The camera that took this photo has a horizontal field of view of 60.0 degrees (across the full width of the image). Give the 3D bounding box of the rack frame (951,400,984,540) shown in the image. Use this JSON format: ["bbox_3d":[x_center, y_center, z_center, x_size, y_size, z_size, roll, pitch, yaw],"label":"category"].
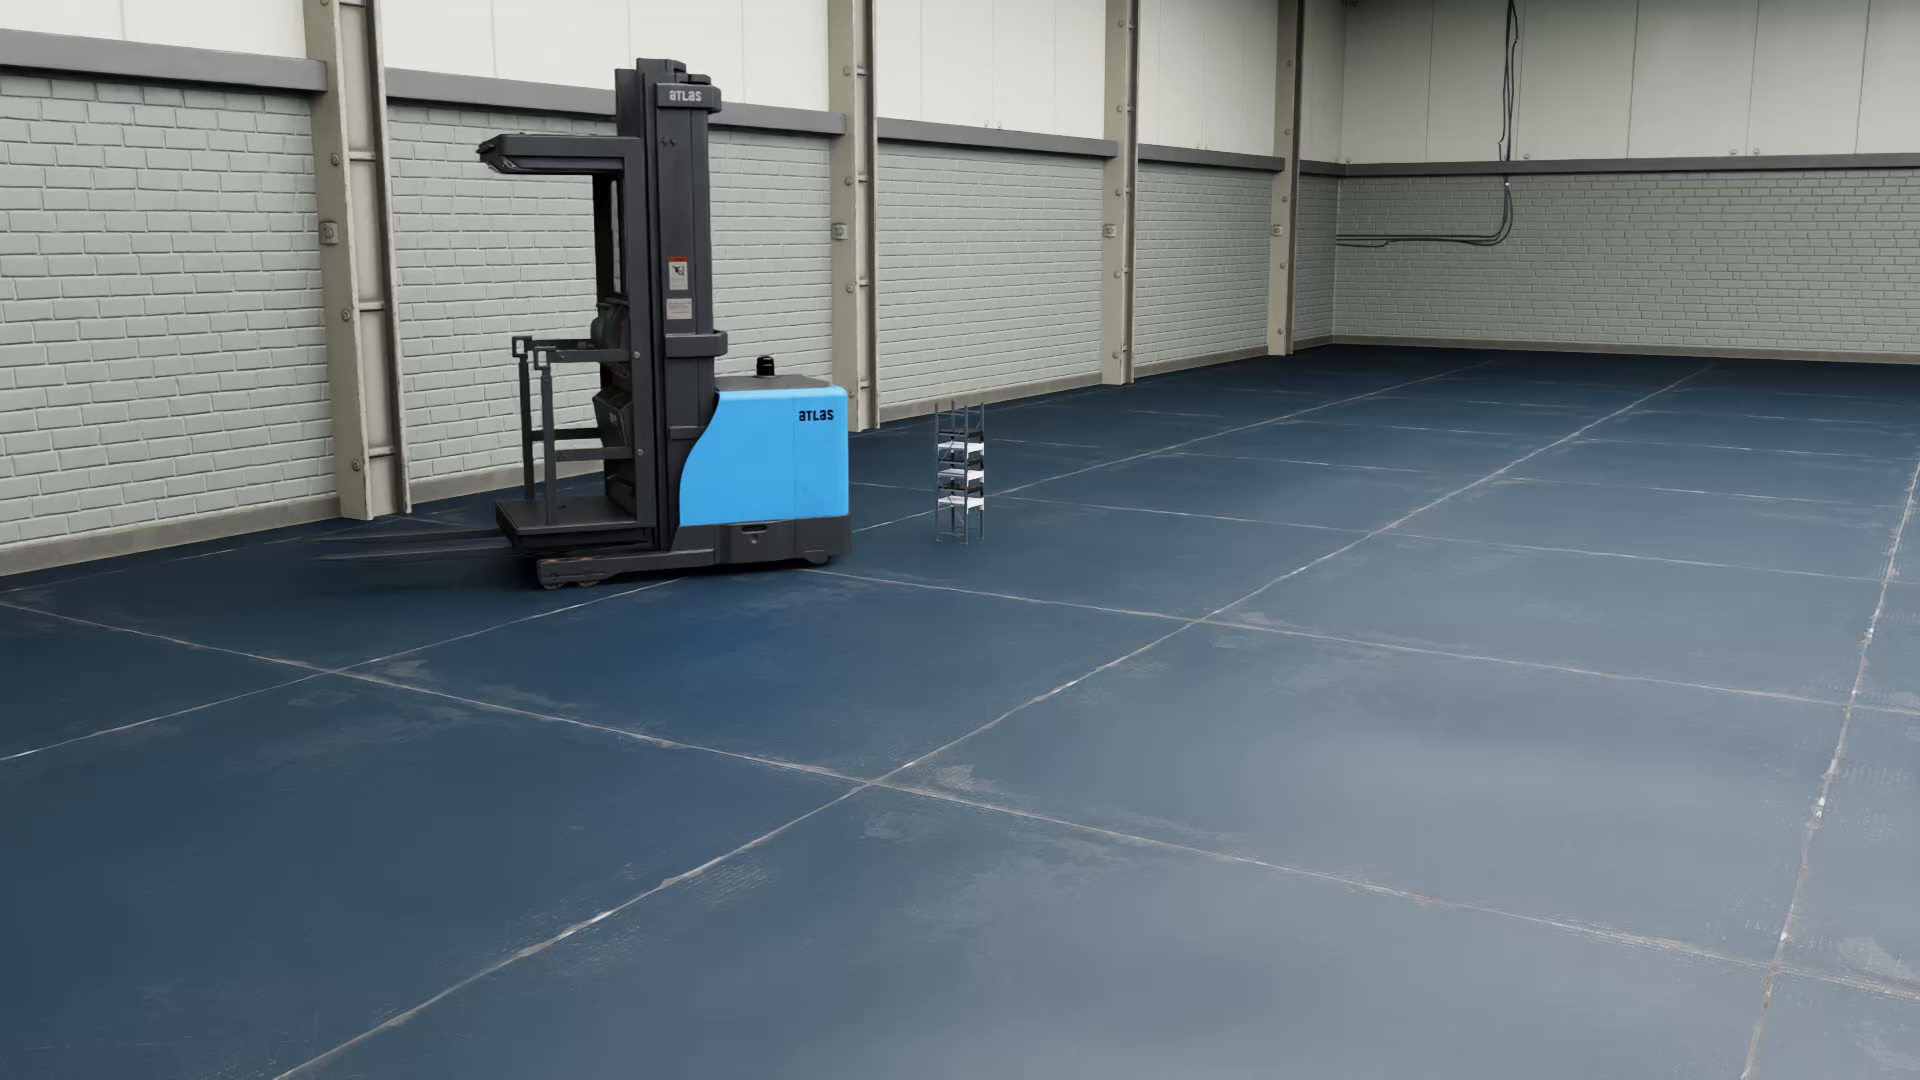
[{"bbox_3d":[0.049,-0.457,10.864,0.240,0.900,0.006,6,12,31],"label":"rack frame"}]

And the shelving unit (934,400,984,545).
[{"bbox_3d":[-0.004,-0.441,10.779,0.258,0.900,0.210,6,12,31],"label":"shelving unit"}]

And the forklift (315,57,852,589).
[{"bbox_3d":[-2.227,-1.273,9.706,3.031,2.935,1.130,-4,11,-21],"label":"forklift"}]

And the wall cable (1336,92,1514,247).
[{"bbox_3d":[7.840,-6.247,28.224,3.097,2.526,0.112,6,12,31],"label":"wall cable"}]

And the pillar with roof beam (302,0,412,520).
[{"bbox_3d":[-0.486,-4.195,8.820,9.100,9.000,0.400,6,12,31],"label":"pillar with roof beam"}]

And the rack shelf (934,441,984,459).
[{"bbox_3d":[-0.004,-0.585,10.752,0.258,0.077,0.200,6,12,31],"label":"rack shelf"}]

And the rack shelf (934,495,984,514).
[{"bbox_3d":[-0.004,-0.231,10.818,0.258,0.077,0.200,6,12,31],"label":"rack shelf"}]

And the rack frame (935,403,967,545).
[{"bbox_3d":[-0.057,-0.425,10.694,0.240,0.900,0.006,6,12,31],"label":"rack frame"}]

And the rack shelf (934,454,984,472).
[{"bbox_3d":[-0.004,-0.497,10.769,0.258,0.077,0.200,6,12,31],"label":"rack shelf"}]

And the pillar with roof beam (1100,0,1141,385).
[{"bbox_3d":[5.745,-6.082,18.900,9.100,9.000,0.400,6,12,31],"label":"pillar with roof beam"}]

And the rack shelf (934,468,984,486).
[{"bbox_3d":[-0.004,-0.408,10.785,0.258,0.077,0.200,6,12,31],"label":"rack shelf"}]

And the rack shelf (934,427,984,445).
[{"bbox_3d":[-0.004,-0.674,10.736,0.258,0.077,0.200,6,12,31],"label":"rack shelf"}]

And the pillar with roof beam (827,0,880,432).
[{"bbox_3d":[2.630,-5.138,13.860,9.100,9.000,0.400,6,12,31],"label":"pillar with roof beam"}]

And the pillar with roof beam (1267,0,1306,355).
[{"bbox_3d":[8.860,-7.025,23.941,9.100,9.000,0.400,6,12,31],"label":"pillar with roof beam"}]

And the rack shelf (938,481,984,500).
[{"bbox_3d":[-0.004,-0.320,10.802,0.258,0.077,0.200,6,12,31],"label":"rack shelf"}]

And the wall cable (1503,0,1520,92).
[{"bbox_3d":[10.152,-8.471,26.378,3.097,2.526,0.112,6,12,31],"label":"wall cable"}]
